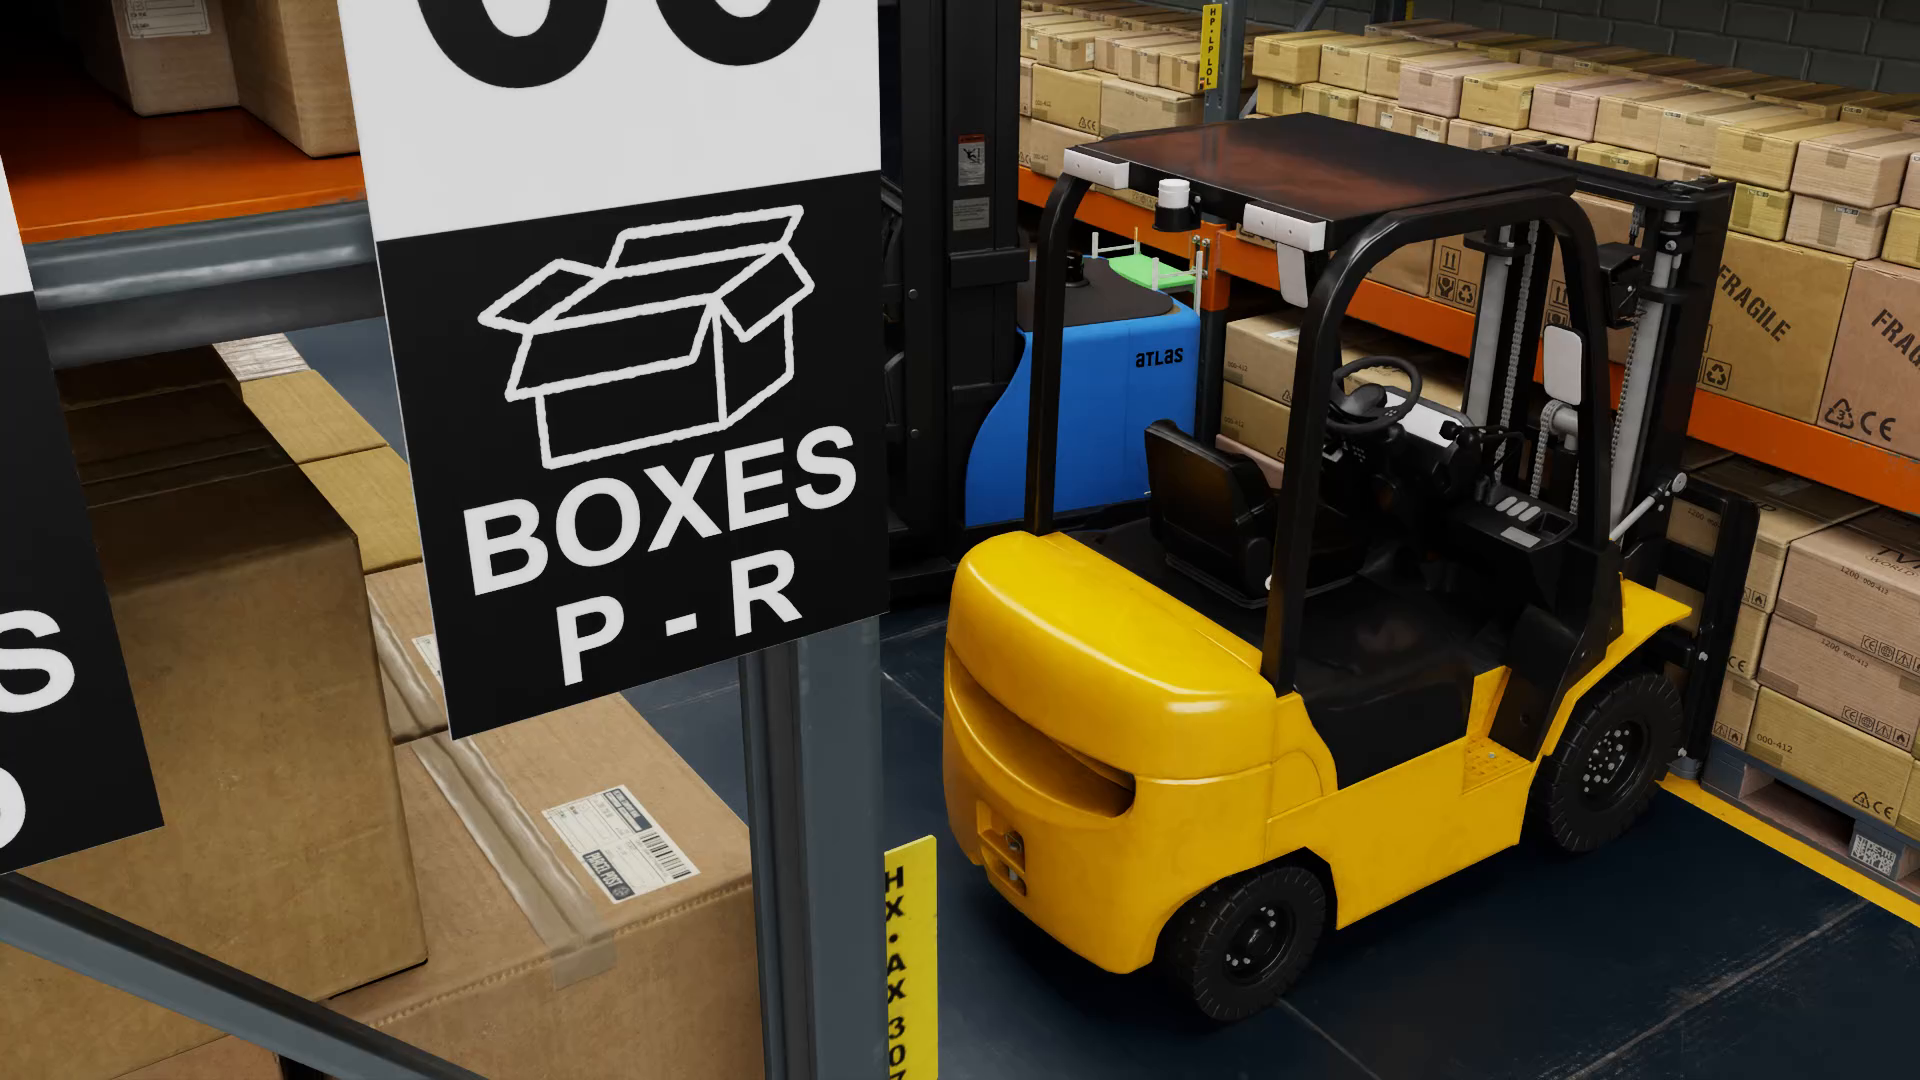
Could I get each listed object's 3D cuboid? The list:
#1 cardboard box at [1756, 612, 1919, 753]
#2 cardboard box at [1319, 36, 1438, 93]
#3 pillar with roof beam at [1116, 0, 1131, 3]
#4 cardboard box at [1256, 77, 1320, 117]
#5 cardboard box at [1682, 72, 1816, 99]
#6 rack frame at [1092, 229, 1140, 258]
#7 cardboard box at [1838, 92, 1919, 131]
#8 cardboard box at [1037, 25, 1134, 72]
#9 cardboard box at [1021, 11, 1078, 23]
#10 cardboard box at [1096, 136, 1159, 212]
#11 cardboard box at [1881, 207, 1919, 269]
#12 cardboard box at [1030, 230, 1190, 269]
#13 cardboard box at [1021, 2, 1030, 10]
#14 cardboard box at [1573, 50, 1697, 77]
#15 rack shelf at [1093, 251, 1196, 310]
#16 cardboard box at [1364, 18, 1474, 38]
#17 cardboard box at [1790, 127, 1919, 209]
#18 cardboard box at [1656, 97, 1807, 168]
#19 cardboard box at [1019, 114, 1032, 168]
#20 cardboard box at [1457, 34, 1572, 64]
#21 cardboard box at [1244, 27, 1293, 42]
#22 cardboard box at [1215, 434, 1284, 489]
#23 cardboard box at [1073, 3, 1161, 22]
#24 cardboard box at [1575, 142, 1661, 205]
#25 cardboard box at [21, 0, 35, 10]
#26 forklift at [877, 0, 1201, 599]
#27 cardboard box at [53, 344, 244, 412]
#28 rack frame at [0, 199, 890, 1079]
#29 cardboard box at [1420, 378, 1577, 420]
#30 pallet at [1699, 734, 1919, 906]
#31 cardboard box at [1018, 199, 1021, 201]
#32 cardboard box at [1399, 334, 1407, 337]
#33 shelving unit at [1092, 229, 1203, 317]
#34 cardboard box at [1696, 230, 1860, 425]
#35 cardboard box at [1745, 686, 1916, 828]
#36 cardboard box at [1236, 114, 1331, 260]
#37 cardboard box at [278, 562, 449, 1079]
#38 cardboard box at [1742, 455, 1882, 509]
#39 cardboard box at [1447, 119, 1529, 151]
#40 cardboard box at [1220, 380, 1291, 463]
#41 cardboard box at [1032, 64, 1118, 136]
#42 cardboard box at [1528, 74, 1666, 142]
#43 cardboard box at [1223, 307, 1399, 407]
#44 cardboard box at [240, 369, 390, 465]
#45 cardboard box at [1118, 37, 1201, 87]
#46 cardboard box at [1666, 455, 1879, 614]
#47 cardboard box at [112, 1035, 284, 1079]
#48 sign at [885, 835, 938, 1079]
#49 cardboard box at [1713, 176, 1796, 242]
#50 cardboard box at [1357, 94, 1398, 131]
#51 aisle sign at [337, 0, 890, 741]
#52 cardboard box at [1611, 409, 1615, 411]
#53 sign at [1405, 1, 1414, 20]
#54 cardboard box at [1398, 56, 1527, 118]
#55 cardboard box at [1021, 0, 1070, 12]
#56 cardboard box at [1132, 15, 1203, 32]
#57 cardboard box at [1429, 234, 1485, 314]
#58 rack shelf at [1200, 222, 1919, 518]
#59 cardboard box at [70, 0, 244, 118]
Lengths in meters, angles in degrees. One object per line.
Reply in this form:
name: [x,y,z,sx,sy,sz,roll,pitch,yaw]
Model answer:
cardboard box: [2.842,0.365,5.107,0.500,0.250,0.500,-16,30,-30]
cardboard box: [1.610,-1.832,6.391,0.380,0.149,0.250,-15,29,-29]
pillar with roof beam: [-2.873,-4.494,6.229,9.100,9.000,0.400,-16,29,-30]
cardboard box: [1.405,-1.774,6.616,0.380,0.149,0.250,-16,30,-30]
cardboard box: [2.663,-1.476,5.638,0.380,0.149,0.250,-15,29,-28]
rack frame: [0.697,-0.823,7.585,0.240,1.200,0.015,-12,27,-24]
cardboard box: [3.012,-1.312,5.291,0.380,0.149,0.250,-16,30,-31]
cardboard box: [0.578,-2.270,7.669,0.380,0.149,0.250,-17,30,-31]
cardboard box: [0.356,-2.469,8.090,0.380,0.149,0.250,-15,29,-29]
cardboard box: [0.957,-1.662,7.432,0.500,0.250,0.500,-15,29,-28]
cardboard box: [2.830,-0.860,4.680,0.380,0.149,0.250,-16,30,-30]
cardboard box: [0.740,-1.190,8.546,0.875,0.625,0.625,-16,30,-30]
cardboard box: [0.131,-2.667,8.509,0.380,0.149,0.250,-16,29,-30]
cardboard box: [2.450,-1.676,6.062,0.380,0.149,0.250,-16,30,-30]
rack shelf: [0.802,-1.112,7.213,0.258,0.148,0.480,-12,27,-24]
cardboard box: [1.879,-2.040,6.831,0.380,0.149,0.250,-15,29,-29]
cardboard box: [2.628,-1.074,4.785,0.380,0.149,0.250,-15,29,-28]
cardboard box: [2.420,-1.279,5.220,0.380,0.149,0.250,-15,29,-29]
cardboard box: [0.432,-2.025,8.202,0.500,0.250,0.500,-15,29,-29]
cardboard box: [2.137,-1.849,6.427,0.380,0.149,0.250,-16,30,-30]
cardboard box: [1.337,-2.233,7.589,0.380,0.149,0.250,-17,30,-31]
cardboard box: [1.438,-0.307,7.115,0.500,0.250,0.500,-15,29,-29]
cardboard box: [0.787,-2.593,8.352,0.380,0.149,0.250,-16,30,-30]
cardboard box: [2.232,-1.216,5.435,0.380,0.149,0.250,-16,30,-31]
cardboard box: [-1.069,-0.811,2.235,0.380,0.149,0.250,-17,30,-31]
forklift: [-0.584,-1.230,6.422,3.031,2.935,1.130,-9,27,-19]
cardboard box: [-1.254,0.032,2.032,0.700,0.500,0.500,-15,29,-29]
rack frame: [-0.519,0.978,1.665,0.949,2.616,0.053,-16,29,-30]
cardboard box: [2.004,-0.402,6.146,0.500,0.250,0.500,-14,29,-28]
pallet: [3.182,0.818,5.271,1.003,0.211,1.213,-16,29,-30]
cardboard box: [-0.040,-1.699,9.625,0.875,0.625,0.625,-14,29,-28]
cardboard box: [1.882,-0.878,7.154,0.500,0.250,0.500,-15,29,-29]
shelving unit: [0.806,-0.733,7.386,0.258,1.200,0.503,-12,27,-24]
cardboard box: [2.591,-0.711,5.124,0.500,0.500,0.500,-16,30,-31]
cardboard box: [2.850,0.599,5.196,0.500,0.250,0.500,-16,29,-30]
cardboard box: [1.475,-1.436,6.661,0.500,0.500,0.500,-16,30,-31]
cardboard box: [-0.834,0.380,2.465,0.500,0.500,0.500,-15,29,-28]
cardboard box: [2.991,-0.153,5.619,0.500,0.250,0.500,-16,30,-30]
cardboard box: [1.928,-1.395,5.814,0.380,0.149,0.250,-16,30,-30]
cardboard box: [1.457,-0.538,7.019,0.500,0.250,0.500,-16,29,-30]
cardboard box: [0.682,-2.067,7.705,0.500,0.250,0.500,-16,30,-31]
cardboard box: [2.146,-1.458,5.599,0.380,0.149,0.250,-16,29,-30]
cardboard box: [1.452,-0.763,6.910,0.500,0.250,0.500,-16,30,-30]
cardboard box: [-1.397,0.018,3.232,0.500,0.500,0.500,-16,30,-31]
cardboard box: [0.923,-2.107,7.323,0.380,0.149,0.250,-16,30,-30]
cardboard box: [2.555,-0.030,5.357,0.500,0.250,0.500,-15,29,-29]
cardboard box: [-1.049,0.669,1.854,0.500,0.500,0.500,-16,30,-30]
sign: [-0.068,0.461,1.747,0.100,0.325,0.005,-16,29,-30]
cardboard box: [2.490,-1.030,5.041,0.380,0.149,0.250,-15,29,-29]
cardboard box: [1.713,-1.595,6.237,0.380,0.149,0.250,-16,29,-30]
aisle sign: [-0.228,-0.247,1.215,0.394,0.787,0.004,-16,29,-30]
cardboard box: [2.436,-0.516,6.388,0.500,0.250,0.500,-15,29,-29]
sign: [1.915,-2.167,7.221,0.100,0.325,0.005,-16,29,-30]
cardboard box: [1.796,-1.623,5.948,0.380,0.149,0.250,-15,29,-28]
cardboard box: [0.469,-2.766,8.718,0.380,0.149,0.250,-15,29,-28]
cardboard box: [1.044,-2.409,7.962,0.380,0.149,0.250,-16,30,-30]
cardboard box: [2.050,-1.073,5.891,0.500,0.500,0.500,-16,30,-30]
rack shelf: [2.543,-0.570,5.786,1.077,0.370,4.000,-16,29,-30]
cardboard box: [-0.649,-0.532,1.643,0.380,0.149,0.250,-17,30,-31]
